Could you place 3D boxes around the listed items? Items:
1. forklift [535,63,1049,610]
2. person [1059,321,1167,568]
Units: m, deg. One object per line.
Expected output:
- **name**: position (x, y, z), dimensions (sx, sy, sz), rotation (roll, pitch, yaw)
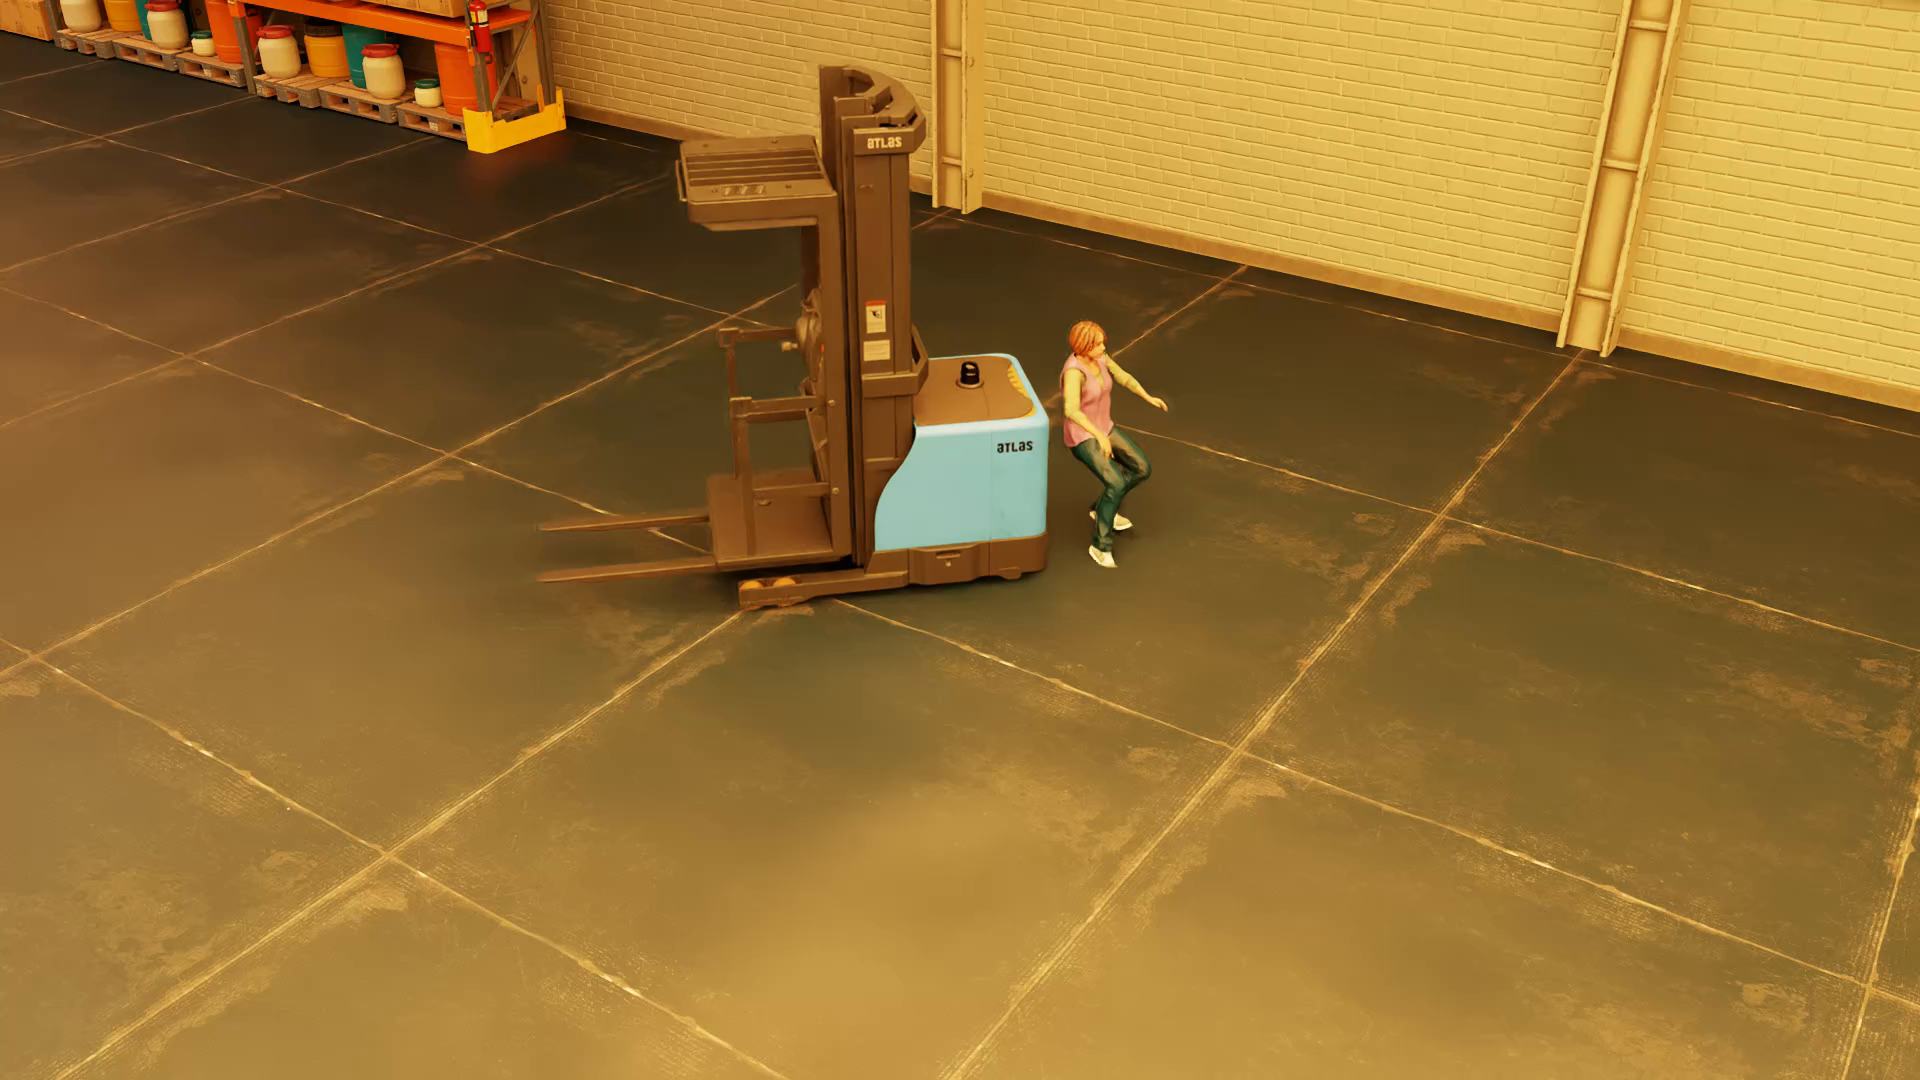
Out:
- **forklift**: position (-1.037, -1.143, 9.550), dimensions (3.031, 2.935, 1.130), rotation (-5, 31, -9)
- **person**: position (0.889, -0.615, 10.205), dimensions (0.597, 1.476, 0.730), rotation (16, 34, 26)
